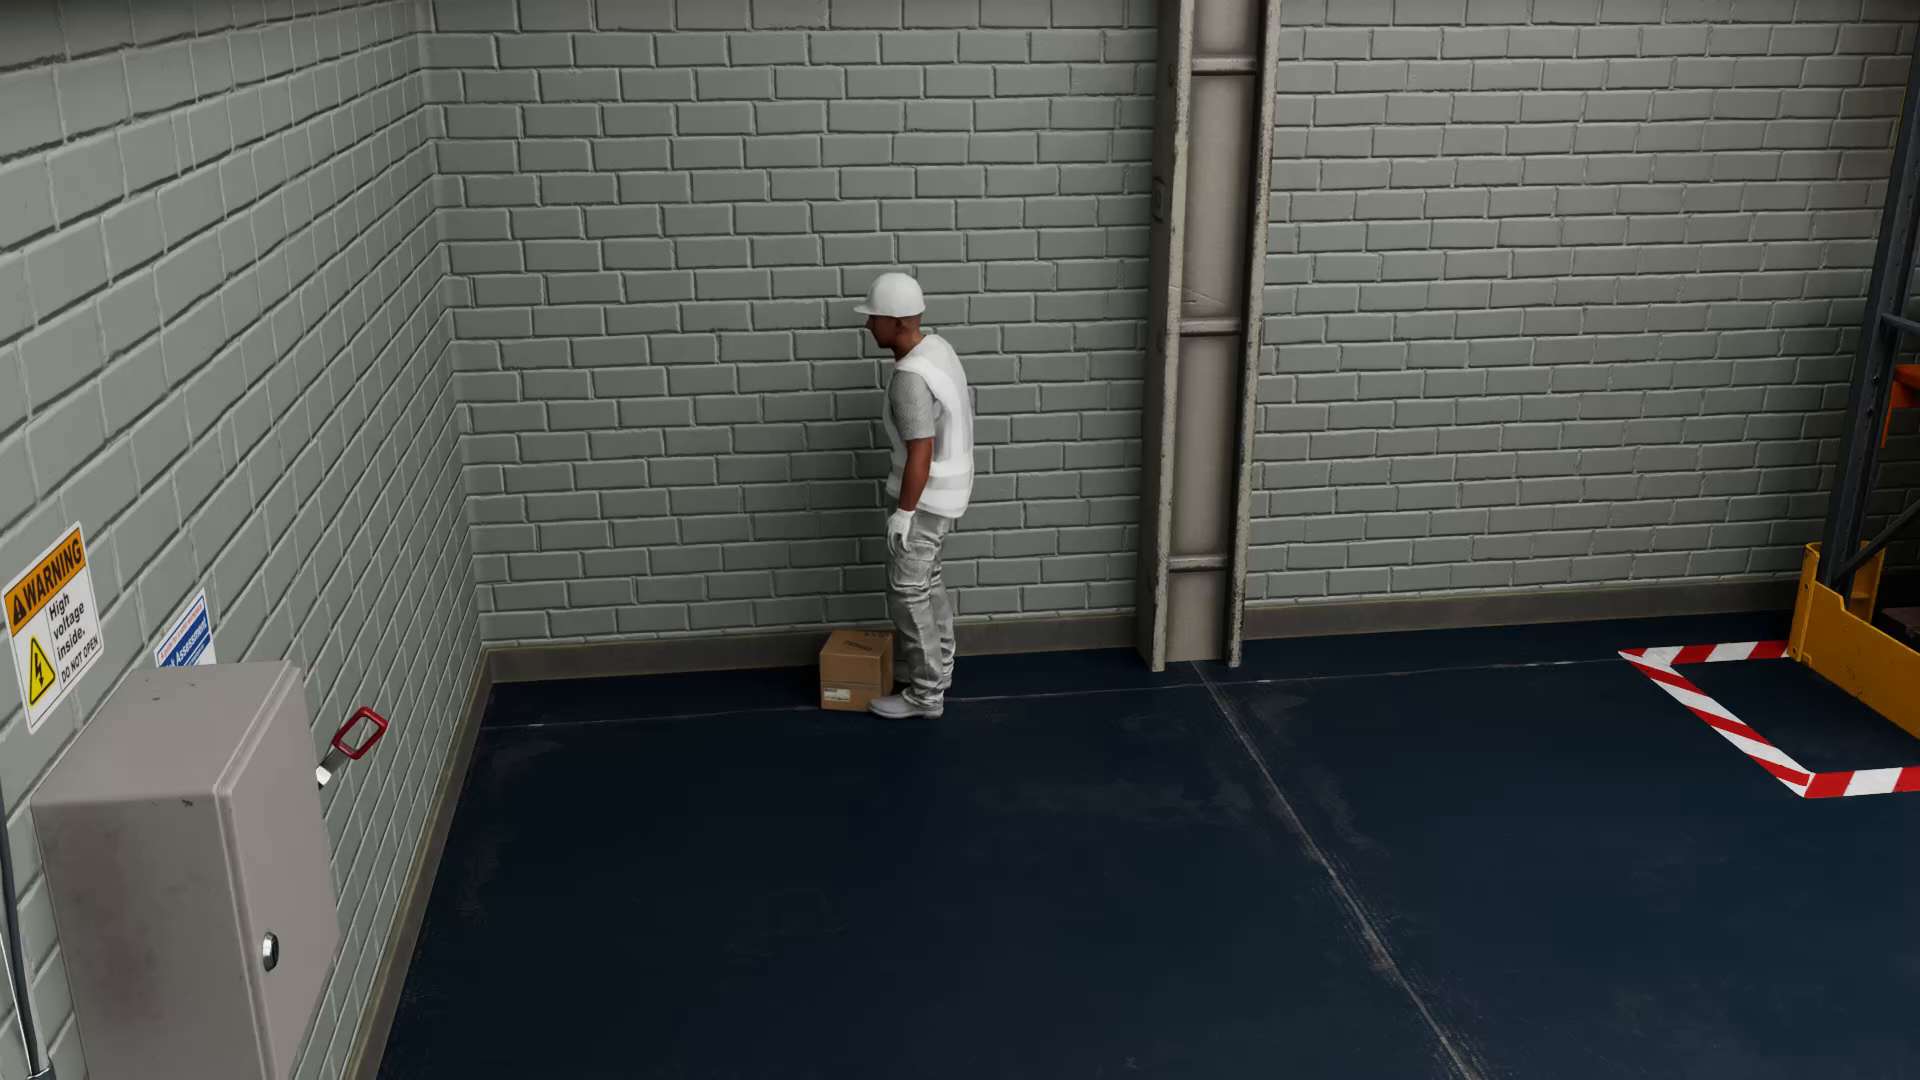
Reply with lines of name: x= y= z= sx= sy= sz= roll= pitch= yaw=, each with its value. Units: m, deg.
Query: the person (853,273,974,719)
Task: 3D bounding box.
person: x=-0.175 y=-0.168 z=6.525 sx=0.450 sy=1.773 sz=0.609 roll=3 pitch=20 yaw=8
